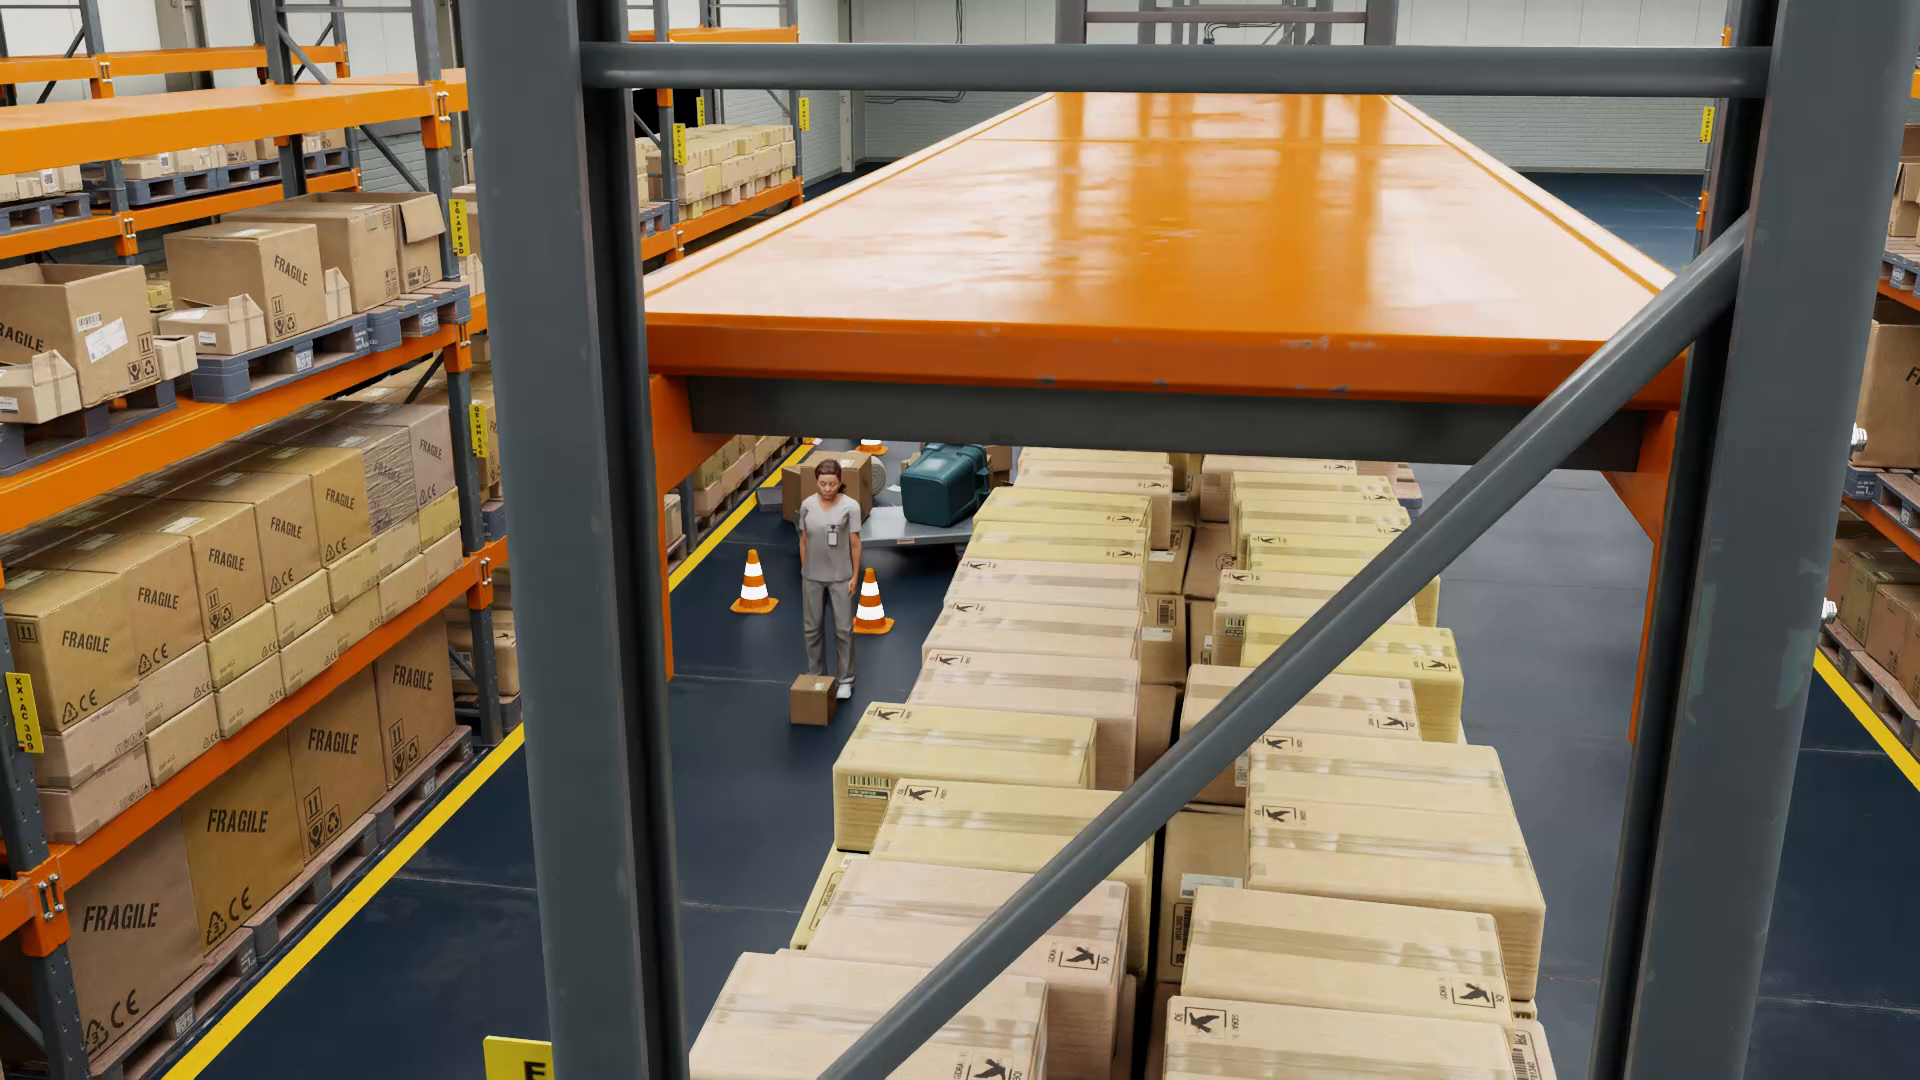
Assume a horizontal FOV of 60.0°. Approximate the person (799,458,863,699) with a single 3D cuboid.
[{"bbox_3d":[-0.875,0.255,11.296,0.440,1.674,0.365,3,18,10],"label":"person"}]
